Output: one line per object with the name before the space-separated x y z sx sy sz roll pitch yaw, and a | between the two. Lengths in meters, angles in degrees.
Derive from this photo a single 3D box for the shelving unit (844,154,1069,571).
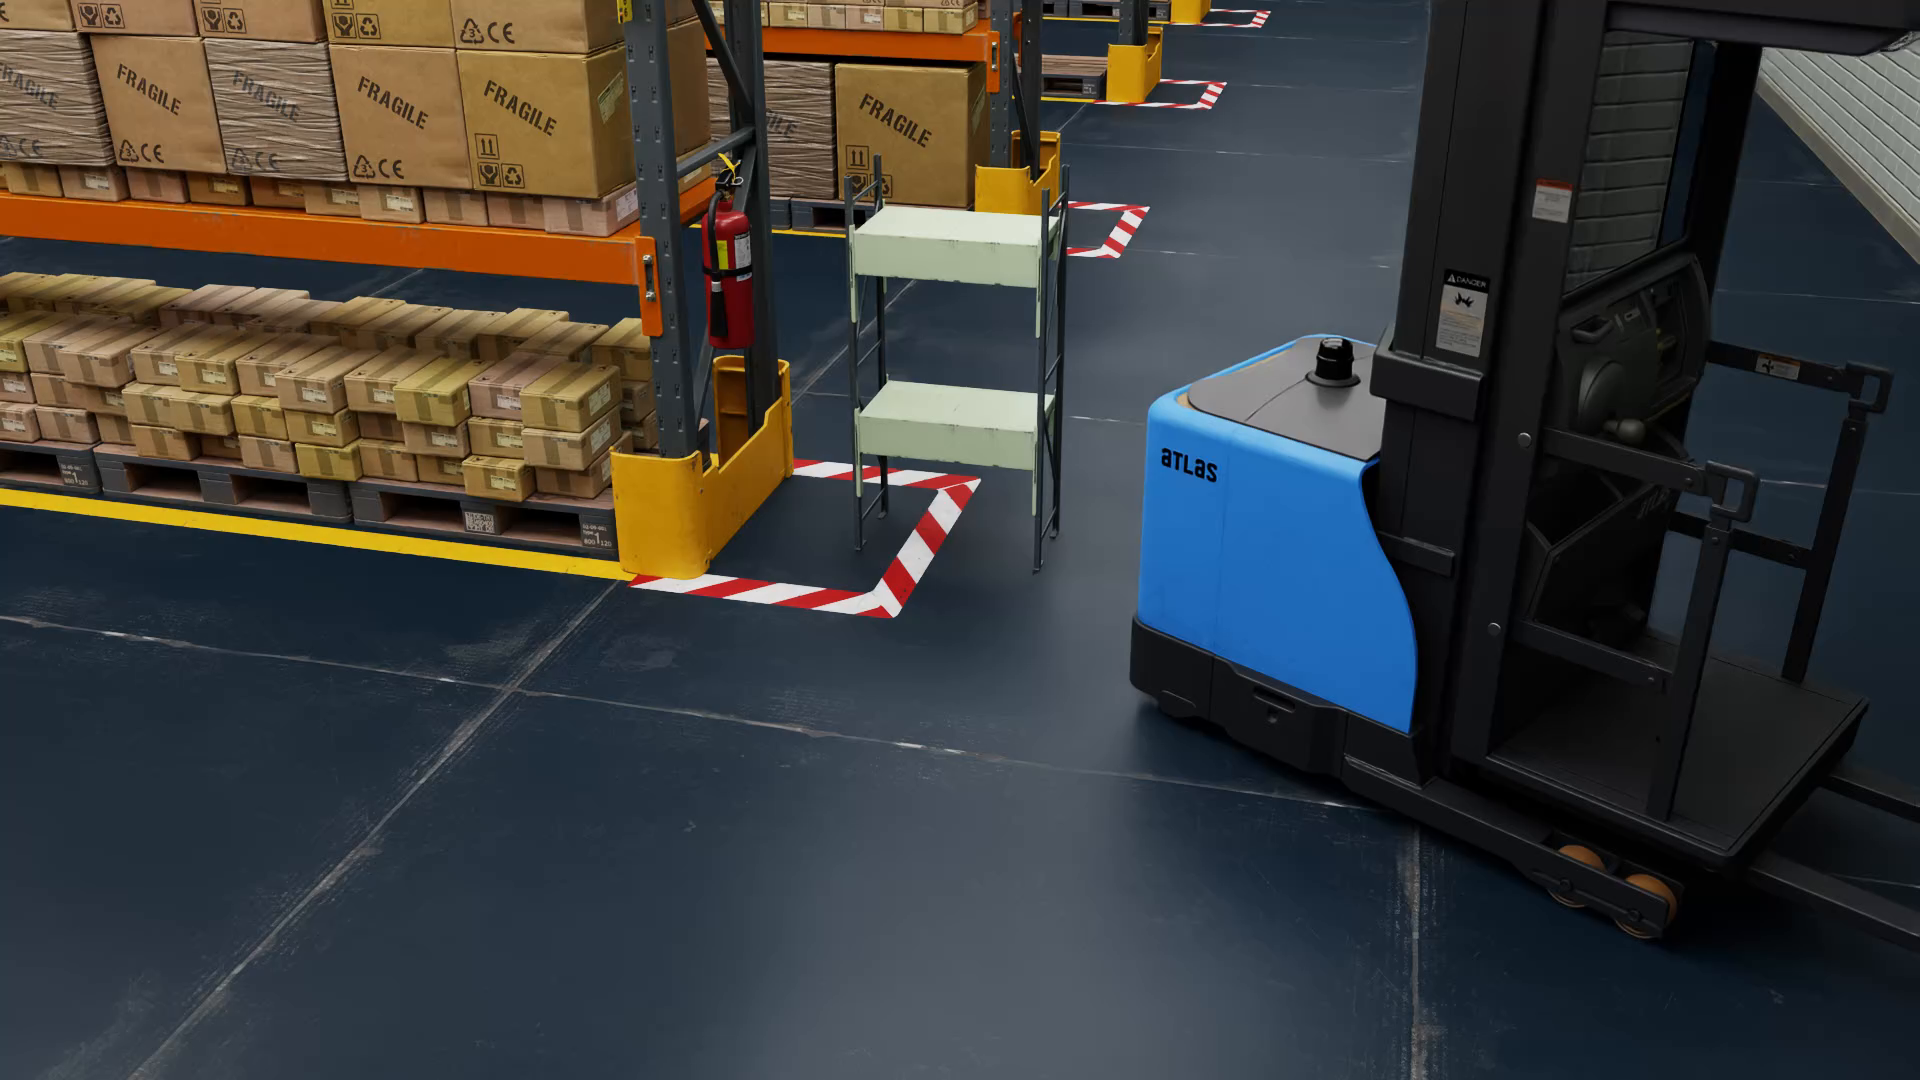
shelving unit | -0.006 -0.678 6.429 0.755 1.500 0.431 6 26 13

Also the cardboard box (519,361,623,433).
cardboard box | -1.538 -0.570 6.594 0.250 0.149 0.380 7 26 14

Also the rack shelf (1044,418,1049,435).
rack shelf | -0.006 -0.448 6.538 0.664 0.071 0.332 6 26 13

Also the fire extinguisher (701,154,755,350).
fire extinguisher | -0.833 -1.025 5.938 0.183 0.674 0.296 6 26 13

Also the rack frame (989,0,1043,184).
rack frame | 0.371 -3.502 10.616 0.127 3.000 1.000 6 26 13

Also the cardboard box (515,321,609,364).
cardboard box | -1.682 -0.796 7.068 0.250 0.149 0.380 7 26 14

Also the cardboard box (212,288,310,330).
cardboard box | -3.145 -1.008 7.514 0.250 0.149 0.380 5 26 11

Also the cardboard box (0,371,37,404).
cardboard box | -4.052 -0.740 7.297 0.250 0.149 0.380 6 26 13

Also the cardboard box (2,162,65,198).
cardboard box | -3.613 -1.507 6.718 0.250 0.149 0.380 7 26 14

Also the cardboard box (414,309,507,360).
cardboard box | -2.155 -0.868 7.220 0.250 0.149 0.380 5 26 10

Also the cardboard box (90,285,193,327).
cardboard box | -3.694 -1.023 7.544 0.250 0.149 0.380 7 26 15

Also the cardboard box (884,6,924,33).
cardboard box | -0.308 -3.317 10.519 0.250 0.149 0.380 7 26 14

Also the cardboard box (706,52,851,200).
cardboard box | -1.150 -2.865 11.261 0.875 0.875 0.875 6 26 13

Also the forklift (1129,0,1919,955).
forklift | 1.986 -0.474 4.410 3.031 2.867 1.129 22 33 38

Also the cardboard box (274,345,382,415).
cardboard box | -2.558 -0.655 6.773 0.250 0.149 0.380 7 26 15

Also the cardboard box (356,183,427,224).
cardboard box | -2.079 -1.332 6.351 0.250 0.149 0.380 7 26 14

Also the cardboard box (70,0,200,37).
cardboard box | -2.977 -2.186 6.226 0.500 0.500 0.500 5 26 11

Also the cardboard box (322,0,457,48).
cardboard box | -1.958 -2.078 6.001 0.500 0.500 0.500 5 26 11

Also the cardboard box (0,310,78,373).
cardboard box | -4.045 -0.863 7.209 0.250 0.149 0.380 6 26 12

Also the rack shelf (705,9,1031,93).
rack shelf | -1.566 -3.391 11.220 4.000 0.370 1.077 6 26 13

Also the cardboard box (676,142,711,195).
cardboard box | -1.194 -1.506 6.715 0.250 0.149 0.380 6 26 13

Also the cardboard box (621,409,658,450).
cardboard box | -1.390 -0.540 7.222 0.250 0.149 0.380 7 26 14

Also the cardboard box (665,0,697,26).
cardboard box | -1.331 -2.237 6.334 0.500 0.500 0.500 6 26 13

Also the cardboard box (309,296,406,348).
cardboard box | -2.664 -0.949 7.390 0.250 0.149 0.380 7 26 14

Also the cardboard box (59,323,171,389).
cardboard box | -3.560 -0.784 7.042 0.250 0.149 0.380 7 26 14

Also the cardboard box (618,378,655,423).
cardboard box | -1.405 -0.647 7.102 0.250 0.149 0.380 7 26 15

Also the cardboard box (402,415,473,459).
cardboard box | -2.048 -0.477 6.745 0.250 0.149 0.380 5 26 11

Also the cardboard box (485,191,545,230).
cardboard box | -1.580 -1.294 6.270 0.250 0.149 0.380 6 26 13

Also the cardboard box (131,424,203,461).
cardboard box | -3.296 -0.484 7.104 0.250 0.149 0.380 6 26 12

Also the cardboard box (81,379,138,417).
cardboard box | -3.531 -0.671 7.151 0.250 0.149 0.380 8 26 15

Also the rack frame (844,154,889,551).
rack frame | -0.361 -0.717 6.511 0.023 1.500 0.400 6 26 13

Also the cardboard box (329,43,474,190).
cardboard box | -1.959 -1.626 6.212 0.500 0.500 0.500 6 26 12

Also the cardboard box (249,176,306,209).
cardboard box | -2.574 -1.426 6.548 0.250 0.149 0.380 5 26 11

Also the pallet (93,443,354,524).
pallet | -2.991 -0.430 7.408 1.213 0.211 1.003 6 26 13

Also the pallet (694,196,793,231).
pallet | -1.600 -2.427 11.603 1.213 0.211 1.003 6 26 13

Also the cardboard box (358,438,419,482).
cardboard box | -2.275 -0.390 6.908 0.250 0.149 0.380 7 26 14

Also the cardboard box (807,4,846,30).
cardboard box | -0.793 -3.371 10.634 0.250 0.149 0.380 7 26 14

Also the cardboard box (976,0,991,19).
cardboard box | 0.110 -3.564 11.038 0.250 0.149 0.380 7 26 14

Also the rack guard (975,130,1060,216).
rack guard | 0.395 -2.371 11.148 0.348 0.500 1.175 6 26 13

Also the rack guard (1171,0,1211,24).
rack guard | 2.769 -6.505 19.832 0.348 0.500 1.175 6 26 13

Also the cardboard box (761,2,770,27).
cardboard box | -1.296 -3.426 10.748 0.250 0.149 0.380 6 26 13

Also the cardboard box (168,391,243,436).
cardboard box | -3.070 -0.580 6.961 0.250 0.149 0.380 7 26 14

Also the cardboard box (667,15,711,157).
cardboard box | -1.328 -1.790 6.559 0.500 0.500 0.500 8 26 15

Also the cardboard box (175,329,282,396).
cardboard box | -3.047 -0.746 6.963 0.250 0.149 0.380 6 26 13

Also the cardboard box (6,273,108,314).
cardboard box | -4.169 -1.107 7.721 0.250 0.149 0.380 7 26 14

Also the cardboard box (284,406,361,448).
cardboard box | -2.553 -0.527 6.850 0.250 0.149 0.380 7 26 14

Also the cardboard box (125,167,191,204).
cardboard box | -3.084 -1.466 6.632 0.250 0.149 0.380 7 26 15

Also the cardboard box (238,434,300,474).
cardboard box | -2.797 -0.429 6.990 0.250 0.149 0.380 7 26 14

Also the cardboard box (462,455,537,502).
cardboard box | -1.798 -0.305 6.729 0.250 0.149 0.380 7 26 15

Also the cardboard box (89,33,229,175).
cardboard box | -2.932 -1.733 6.439 0.500 0.500 0.500 8 27 16

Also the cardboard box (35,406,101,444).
cardboard box | -3.794 -0.566 7.277 0.250 0.149 0.380 6 26 12

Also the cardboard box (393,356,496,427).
cardboard box | -2.049 -0.596 6.647 0.250 0.149 0.380 6 26 12

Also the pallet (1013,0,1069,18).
pallet | 0.818 -6.591 20.349 1.213 0.211 1.003 6 26 13

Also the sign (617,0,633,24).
sign | -1.119 -1.884 5.504 0.005 0.325 0.100 6 26 13

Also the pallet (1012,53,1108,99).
pallet | 0.816 -4.409 15.766 1.213 0.211 1.003 6 26 13

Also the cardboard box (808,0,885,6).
cardboard box | -0.655 -3.564 10.576 0.500 0.250 0.500 6 26 12
